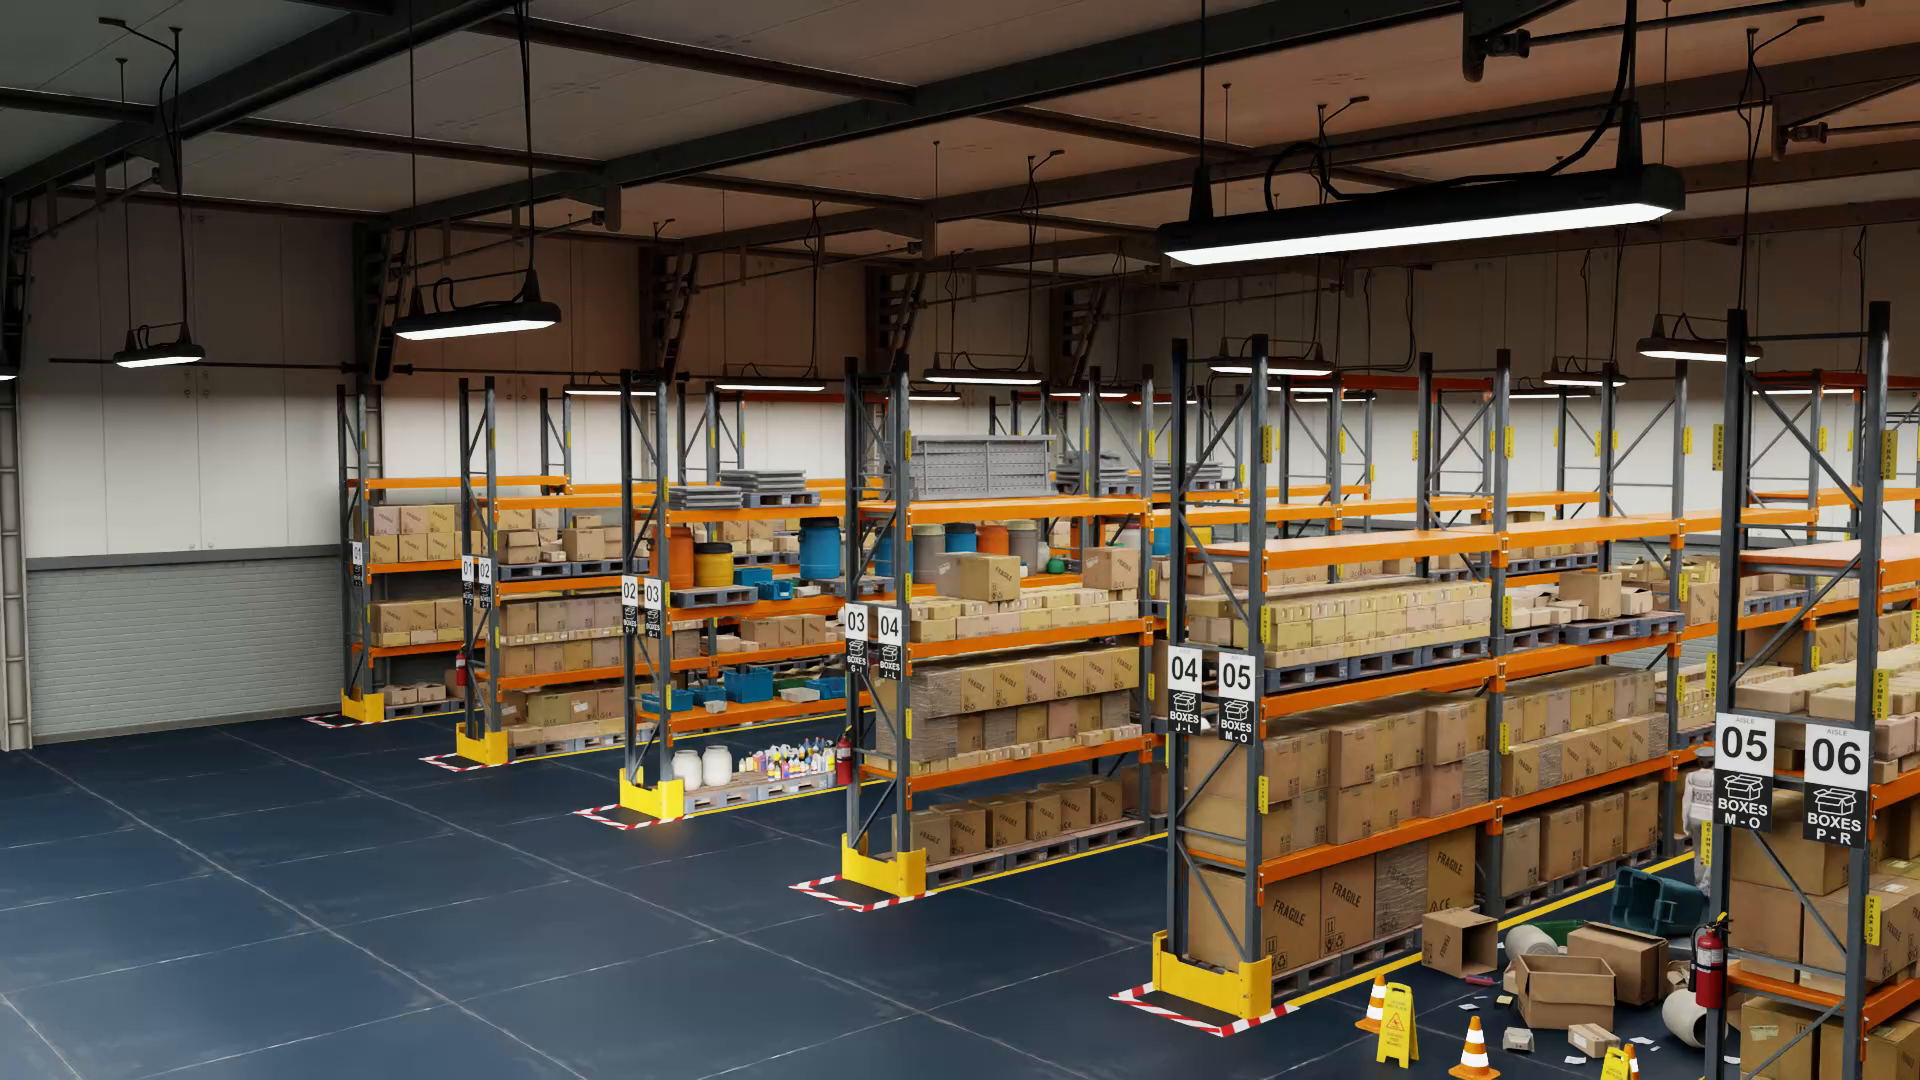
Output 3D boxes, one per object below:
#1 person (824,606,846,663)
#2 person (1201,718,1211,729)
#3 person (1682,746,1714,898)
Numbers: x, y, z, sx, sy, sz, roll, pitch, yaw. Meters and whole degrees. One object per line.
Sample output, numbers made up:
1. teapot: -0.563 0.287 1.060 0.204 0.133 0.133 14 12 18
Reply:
1. person: -2.382 1.850 34.990 0.508 1.500 1.054 3 5 38
2. person: 2.970 3.004 20.298 1.018 1.661 0.530 -3 5 -36
3. person: 8.216 3.129 18.351 0.510 1.674 0.512 -3 5 -43
